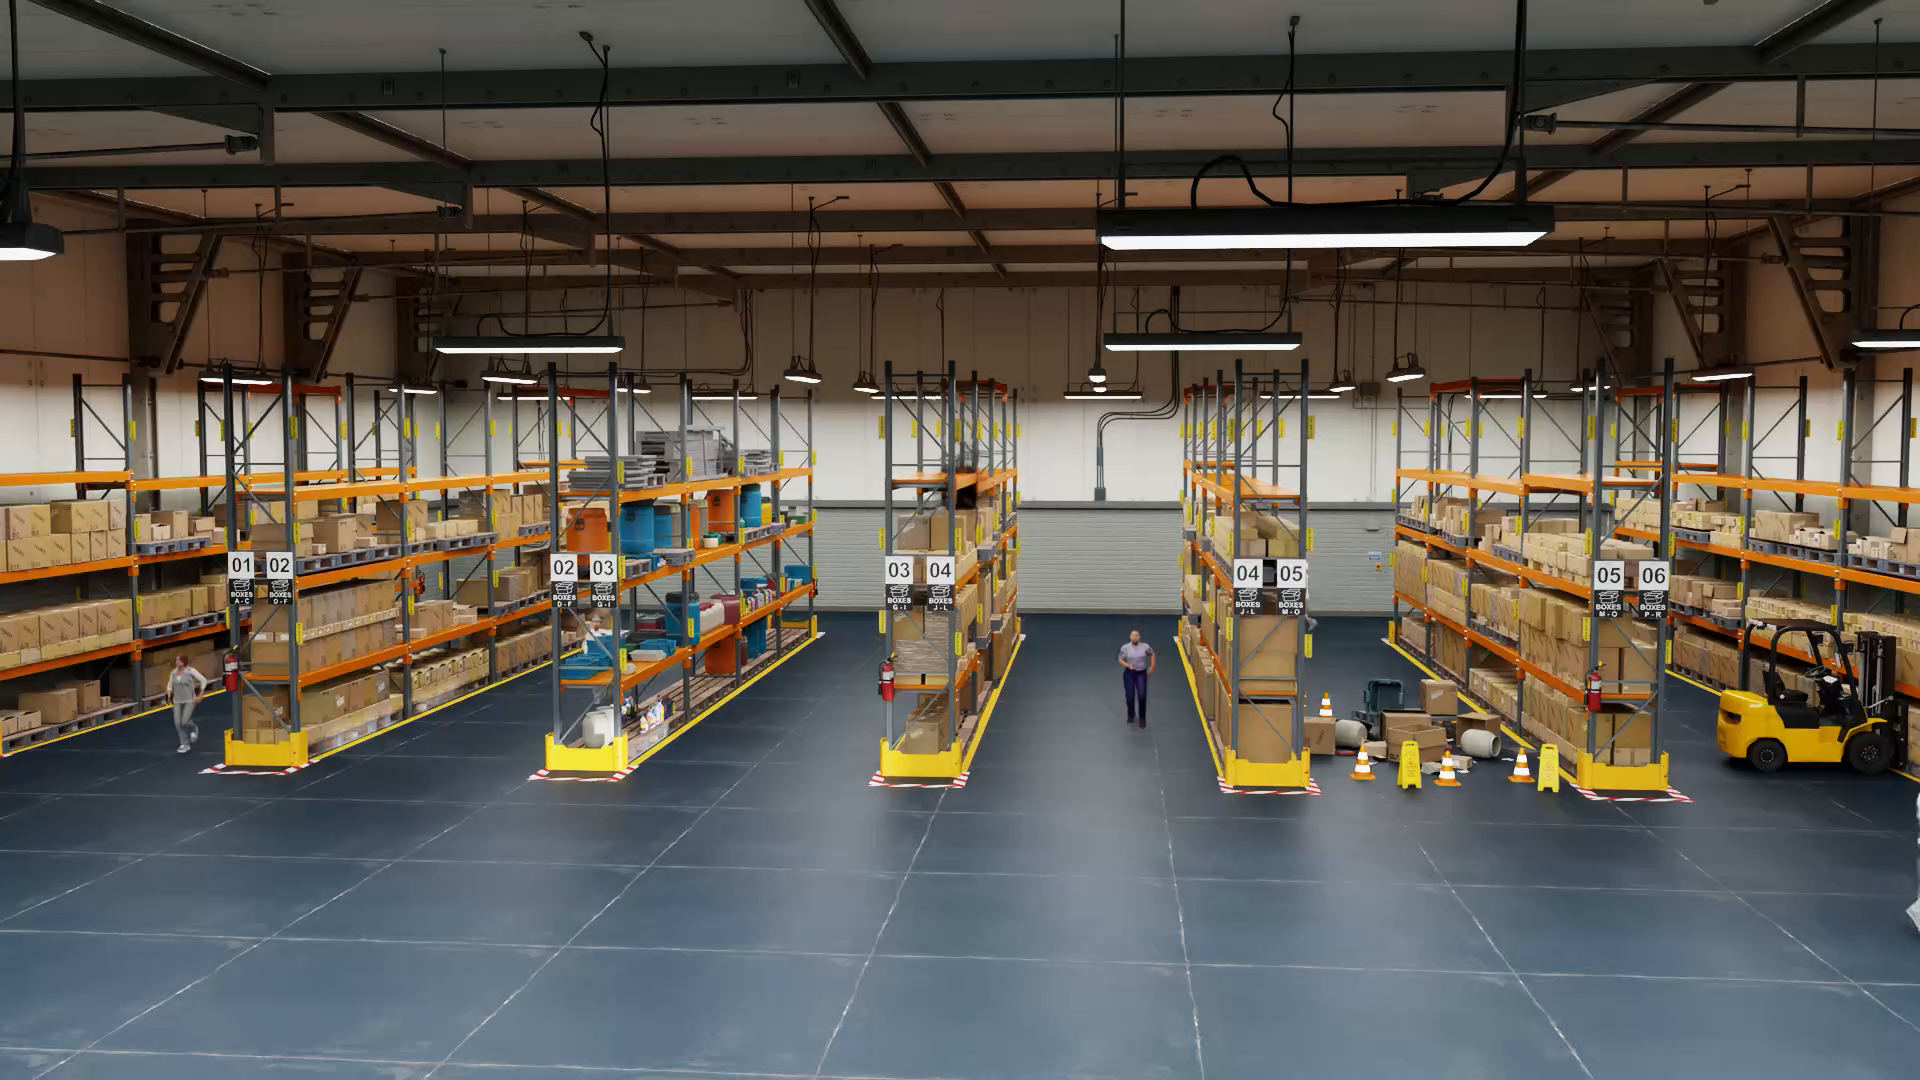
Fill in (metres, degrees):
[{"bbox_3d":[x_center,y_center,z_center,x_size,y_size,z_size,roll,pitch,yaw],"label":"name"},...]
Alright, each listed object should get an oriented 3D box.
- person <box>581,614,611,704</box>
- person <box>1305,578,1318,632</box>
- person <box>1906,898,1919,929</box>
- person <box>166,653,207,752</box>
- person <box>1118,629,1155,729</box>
[{"bbox_3d":[-6.634,2.176,30.403,0.611,1.649,0.548,0,4,0],"label":"person"},{"bbox_3d":[8.332,1.469,40.560,0.784,1.770,0.657,1,4,15],"label":"person"},{"bbox_3d":[9.765,3.035,16.213,0.681,1.810,0.908,-3,5,-37],"label":"person"},{"bbox_3d":[-12.039,2.531,25.825,0.566,1.561,0.577,0,4,3],"label":"person"},{"bbox_3d":[2.971,2.344,28.002,0.619,1.692,0.691,0,4,4],"label":"person"}]
